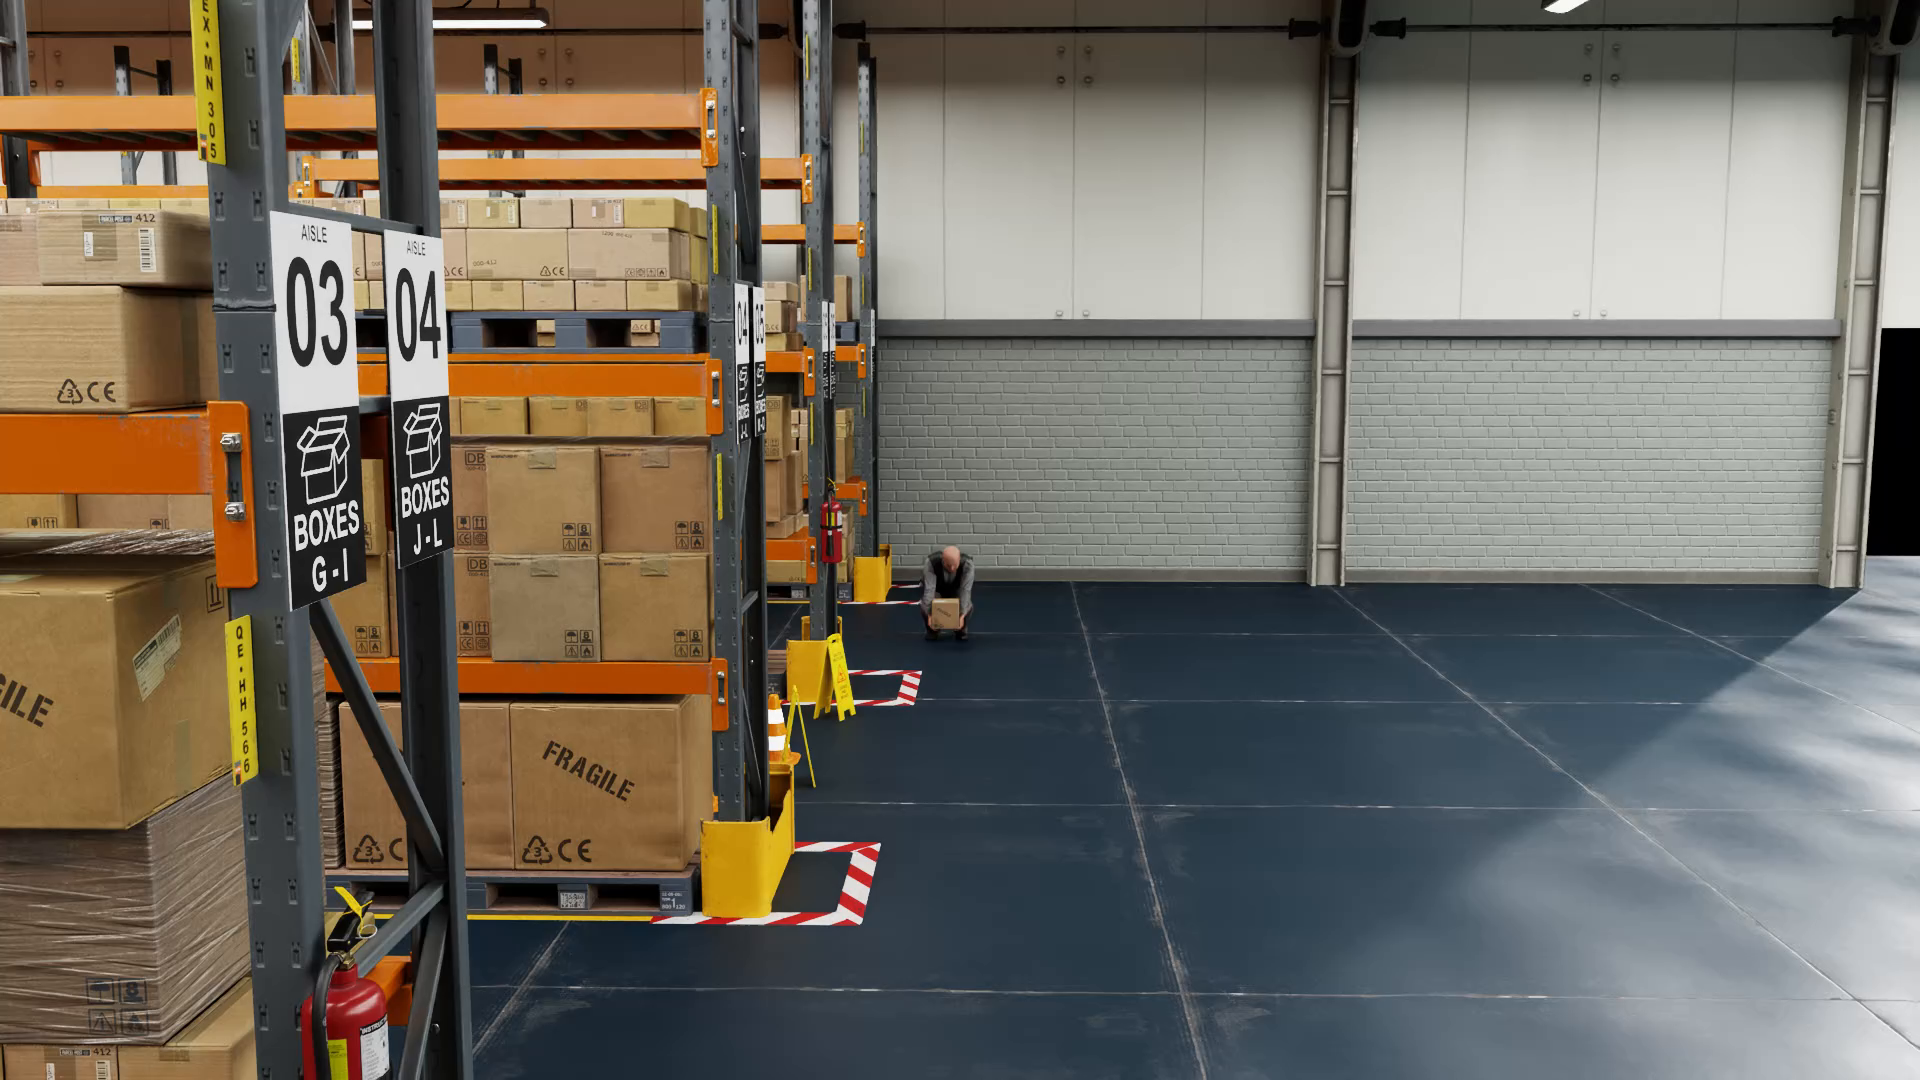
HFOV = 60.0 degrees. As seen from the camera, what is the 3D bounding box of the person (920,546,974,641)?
[{"bbox_3d":[-0.122,0.499,15.960,0.516,0.972,0.875,0,7,0],"label":"person"}]
